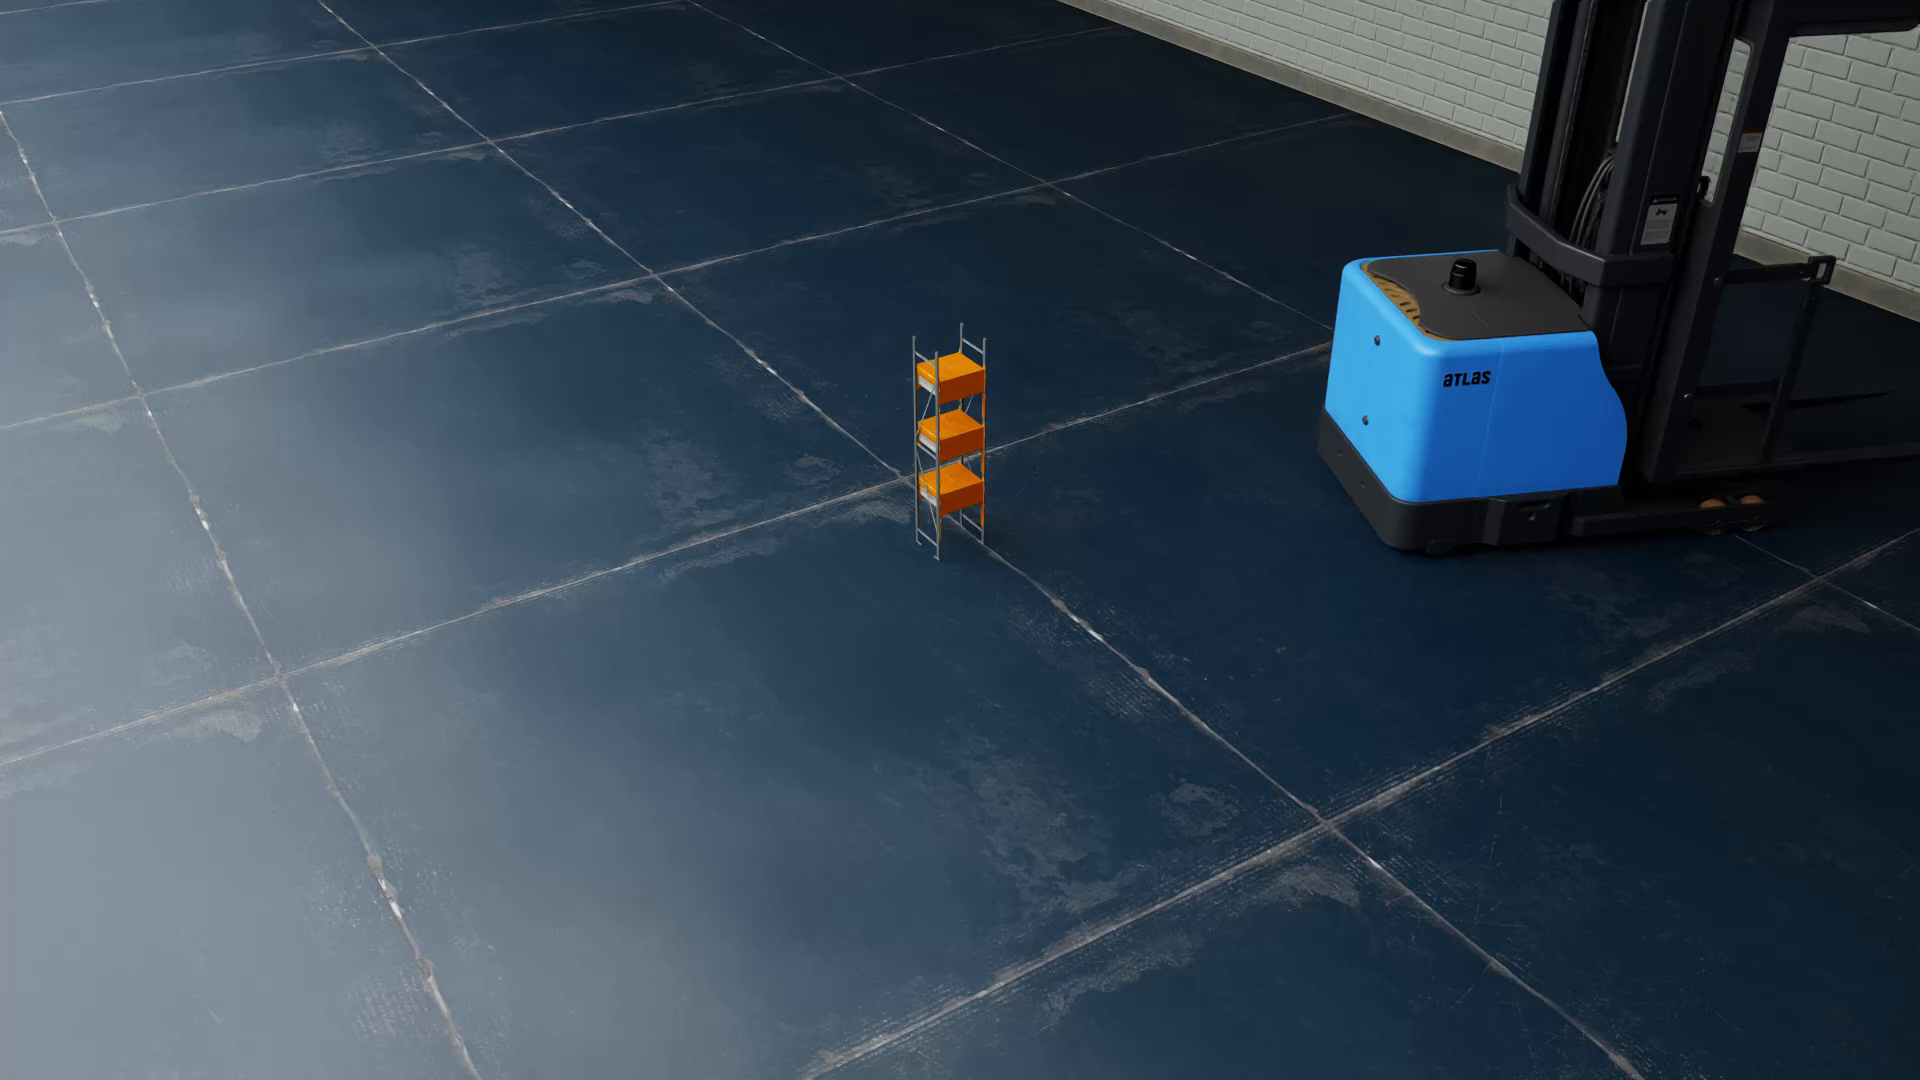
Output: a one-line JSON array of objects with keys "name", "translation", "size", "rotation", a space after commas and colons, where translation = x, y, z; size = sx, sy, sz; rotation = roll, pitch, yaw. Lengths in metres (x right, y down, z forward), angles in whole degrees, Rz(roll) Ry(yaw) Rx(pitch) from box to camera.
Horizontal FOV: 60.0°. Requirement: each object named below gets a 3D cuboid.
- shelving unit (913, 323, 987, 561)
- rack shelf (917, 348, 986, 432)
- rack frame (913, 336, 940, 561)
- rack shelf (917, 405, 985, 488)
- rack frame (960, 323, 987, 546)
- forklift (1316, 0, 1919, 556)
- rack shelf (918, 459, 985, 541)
[{"name": "shelving unit", "translation": [-0.045, -0.429, 7.445], "size": [0.252, 1.050, 0.215], "rotation": [-19, 37, -27]}, {"name": "rack shelf", "translation": [-0.045, -0.660, 7.300], "size": [0.240, 0.259, 0.215], "rotation": [-19, 37, -27]}, {"name": "rack frame", "translation": [-0.148, -0.393, 7.389], "size": [0.008, 1.050, 0.200], "rotation": [-19, 37, -27]}, {"name": "rack shelf", "translation": [-0.045, -0.420, 7.451], "size": [0.240, 0.259, 0.215], "rotation": [-19, 37, -27]}, {"name": "rack frame", "translation": [0.058, -0.464, 7.501], "size": [0.008, 1.050, 0.200], "rotation": [-19, 37, -27]}, {"name": "forklift", "translation": [3.351, -1.537, 7.439], "size": [3.031, 2.935, 1.130], "rotation": [-5, 33, -8]}, {"name": "rack shelf", "translation": [-0.045, -0.185, 7.599], "size": [0.240, 0.259, 0.215], "rotation": [-19, 37, -27]}]
